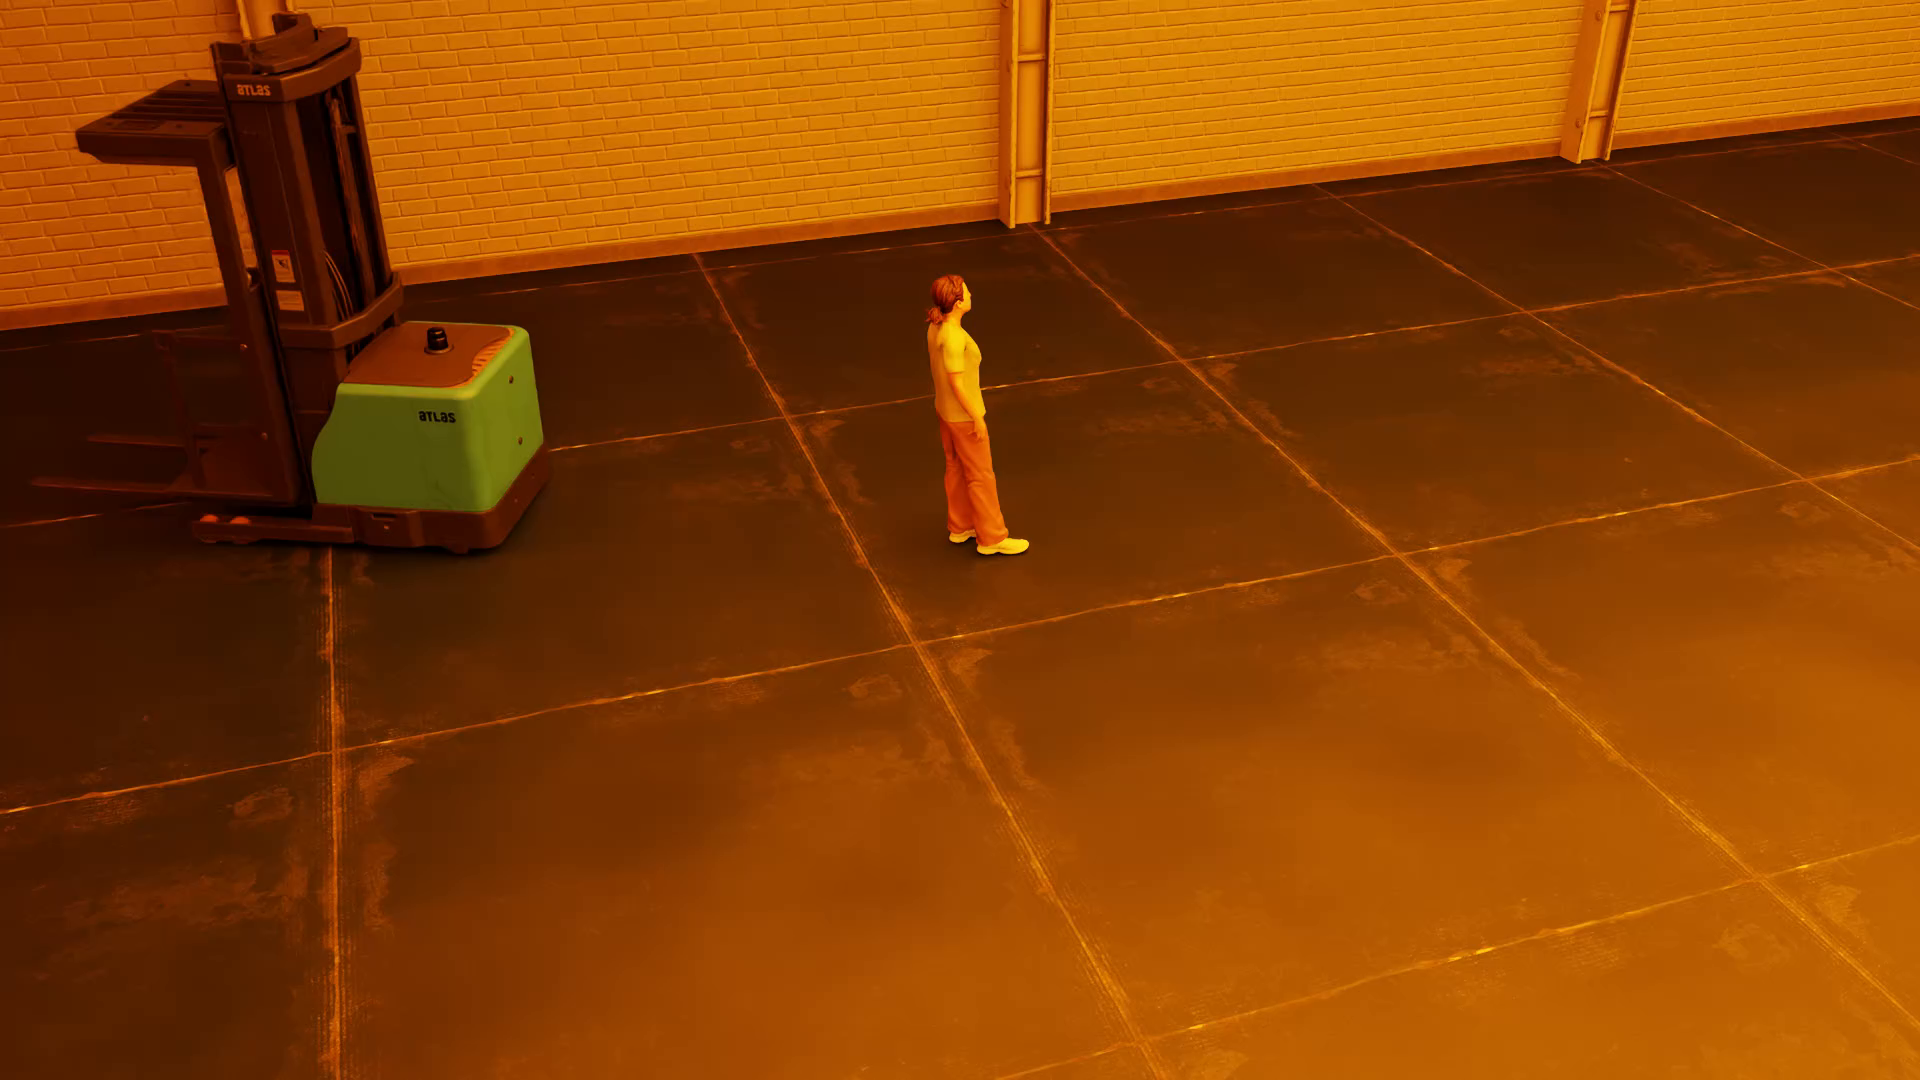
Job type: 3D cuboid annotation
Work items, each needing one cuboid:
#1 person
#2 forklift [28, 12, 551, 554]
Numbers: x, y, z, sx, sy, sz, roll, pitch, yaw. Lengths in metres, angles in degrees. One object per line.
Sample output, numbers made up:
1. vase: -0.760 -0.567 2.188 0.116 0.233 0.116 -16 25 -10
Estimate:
1. person: 0.073 -0.739 9.615 0.549 1.675 0.553 -10 31 -16
2. forklift: -4.165 -1.497 9.689 3.031 2.935 1.130 3 30 6
